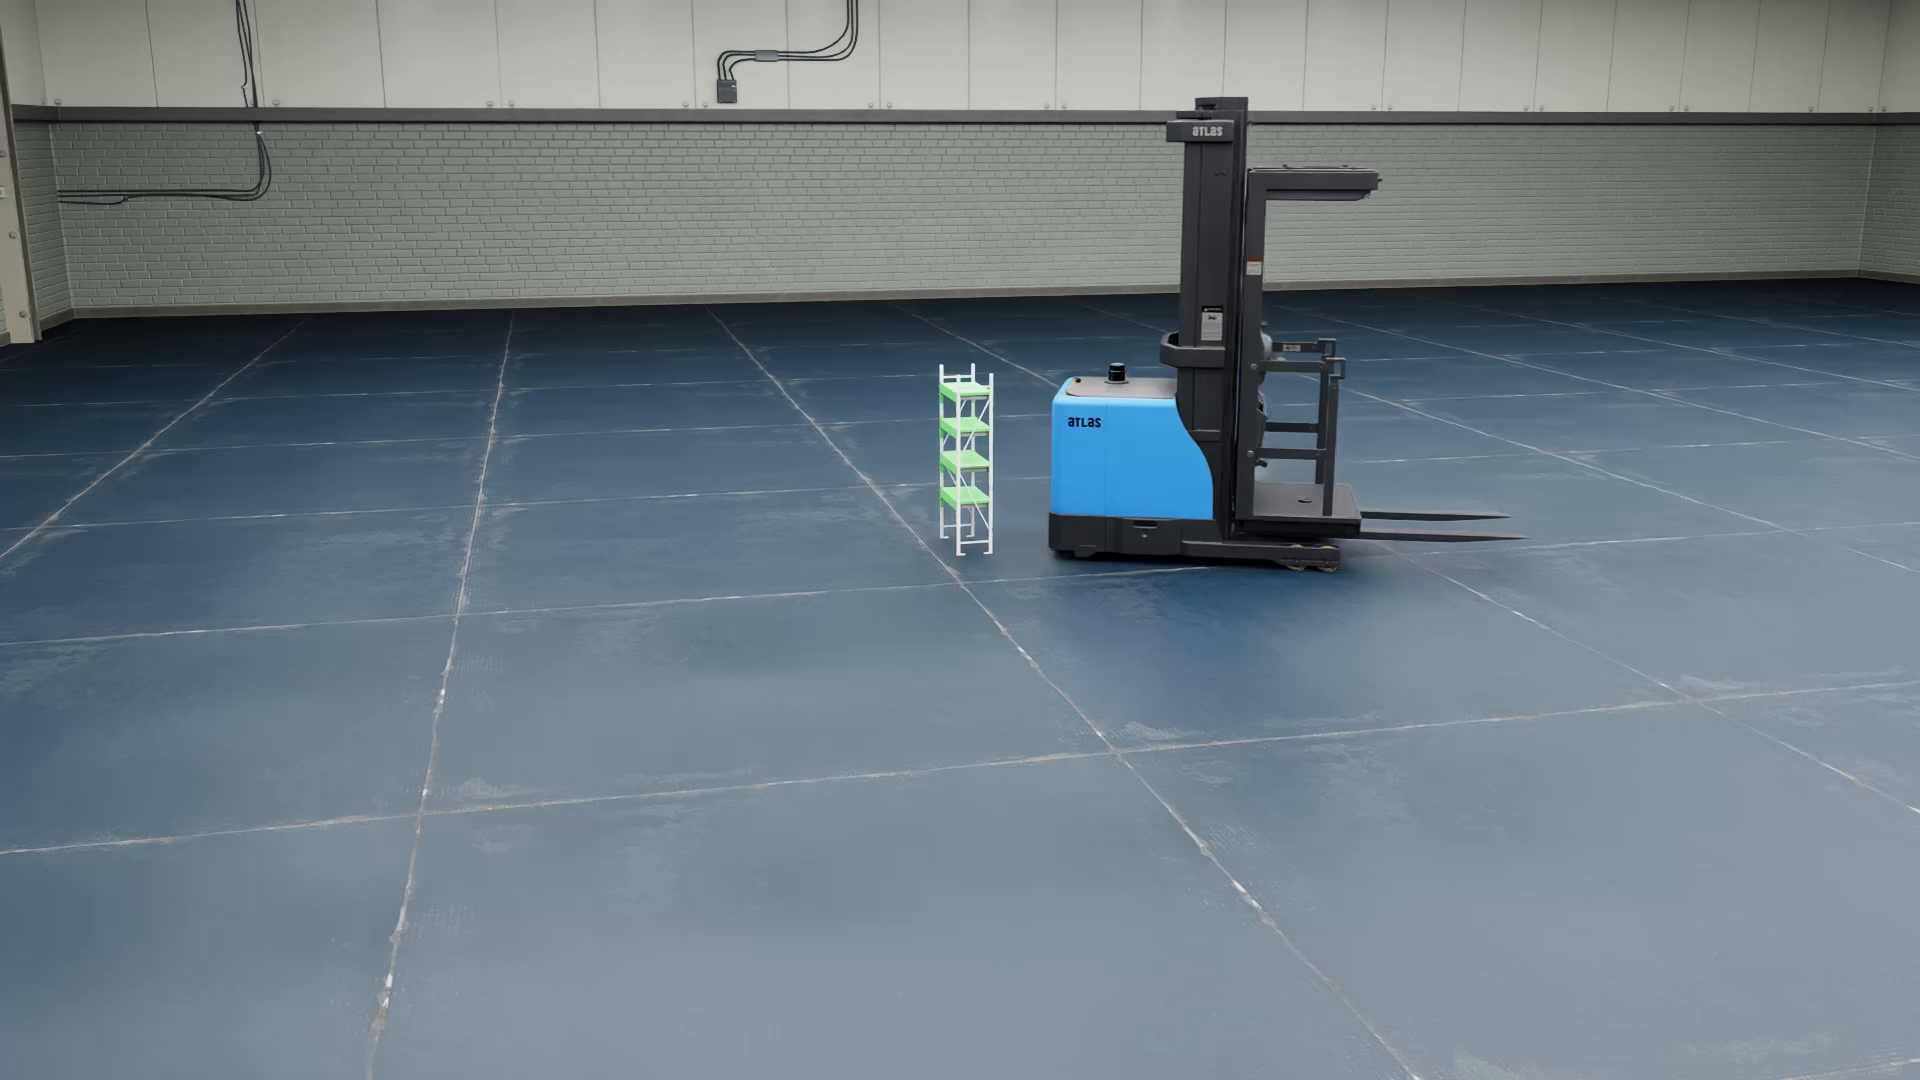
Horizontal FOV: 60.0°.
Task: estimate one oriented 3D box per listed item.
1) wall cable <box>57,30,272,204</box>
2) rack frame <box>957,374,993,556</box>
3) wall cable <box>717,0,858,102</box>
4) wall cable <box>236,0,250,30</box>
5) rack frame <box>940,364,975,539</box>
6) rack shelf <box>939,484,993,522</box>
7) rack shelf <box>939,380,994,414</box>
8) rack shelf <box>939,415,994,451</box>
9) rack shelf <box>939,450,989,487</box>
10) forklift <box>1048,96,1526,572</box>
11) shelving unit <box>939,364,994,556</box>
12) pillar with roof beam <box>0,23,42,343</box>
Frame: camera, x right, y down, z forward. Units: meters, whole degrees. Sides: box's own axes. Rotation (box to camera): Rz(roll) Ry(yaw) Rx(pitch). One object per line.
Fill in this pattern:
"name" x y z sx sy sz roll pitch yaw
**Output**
"wall cable" -11.982 -6.290 24.753 3.097 2.526 0.112 -3 14 -13
"rack frame" 0.096 -0.488 10.898 0.240 1.200 0.015 -3 14 -13
"wall cable" -2.750 -9.976 26.132 2.305 6.003 0.169 -3 14 -13
"wall cable" -9.352 -8.894 24.771 3.097 2.526 0.112 -3 14 -13
"rack frame" -0.018 -0.601 11.359 0.240 1.200 0.015 -3 14 -13
"rack shelf" 0.039 -0.249 11.200 0.258 0.148 0.480 -3 14 -13
"rack shelf" 0.039 -0.949 11.030 0.258 0.148 0.480 -3 14 -13
"rack shelf" 0.039 -0.716 11.087 0.258 0.148 0.480 -3 14 -13
"rack shelf" 0.039 -0.483 11.144 0.258 0.148 0.480 -3 14 -13
"forklift" 2.145 -1.356 10.802 3.031 2.935 1.130 2 14 9
"shelving unit" 0.039 -0.545 11.128 0.258 1.200 0.503 -3 14 -13
"pillar with roof beam" -8.391 -7.285 22.283 9.100 9.000 0.400 -3 14 -13
